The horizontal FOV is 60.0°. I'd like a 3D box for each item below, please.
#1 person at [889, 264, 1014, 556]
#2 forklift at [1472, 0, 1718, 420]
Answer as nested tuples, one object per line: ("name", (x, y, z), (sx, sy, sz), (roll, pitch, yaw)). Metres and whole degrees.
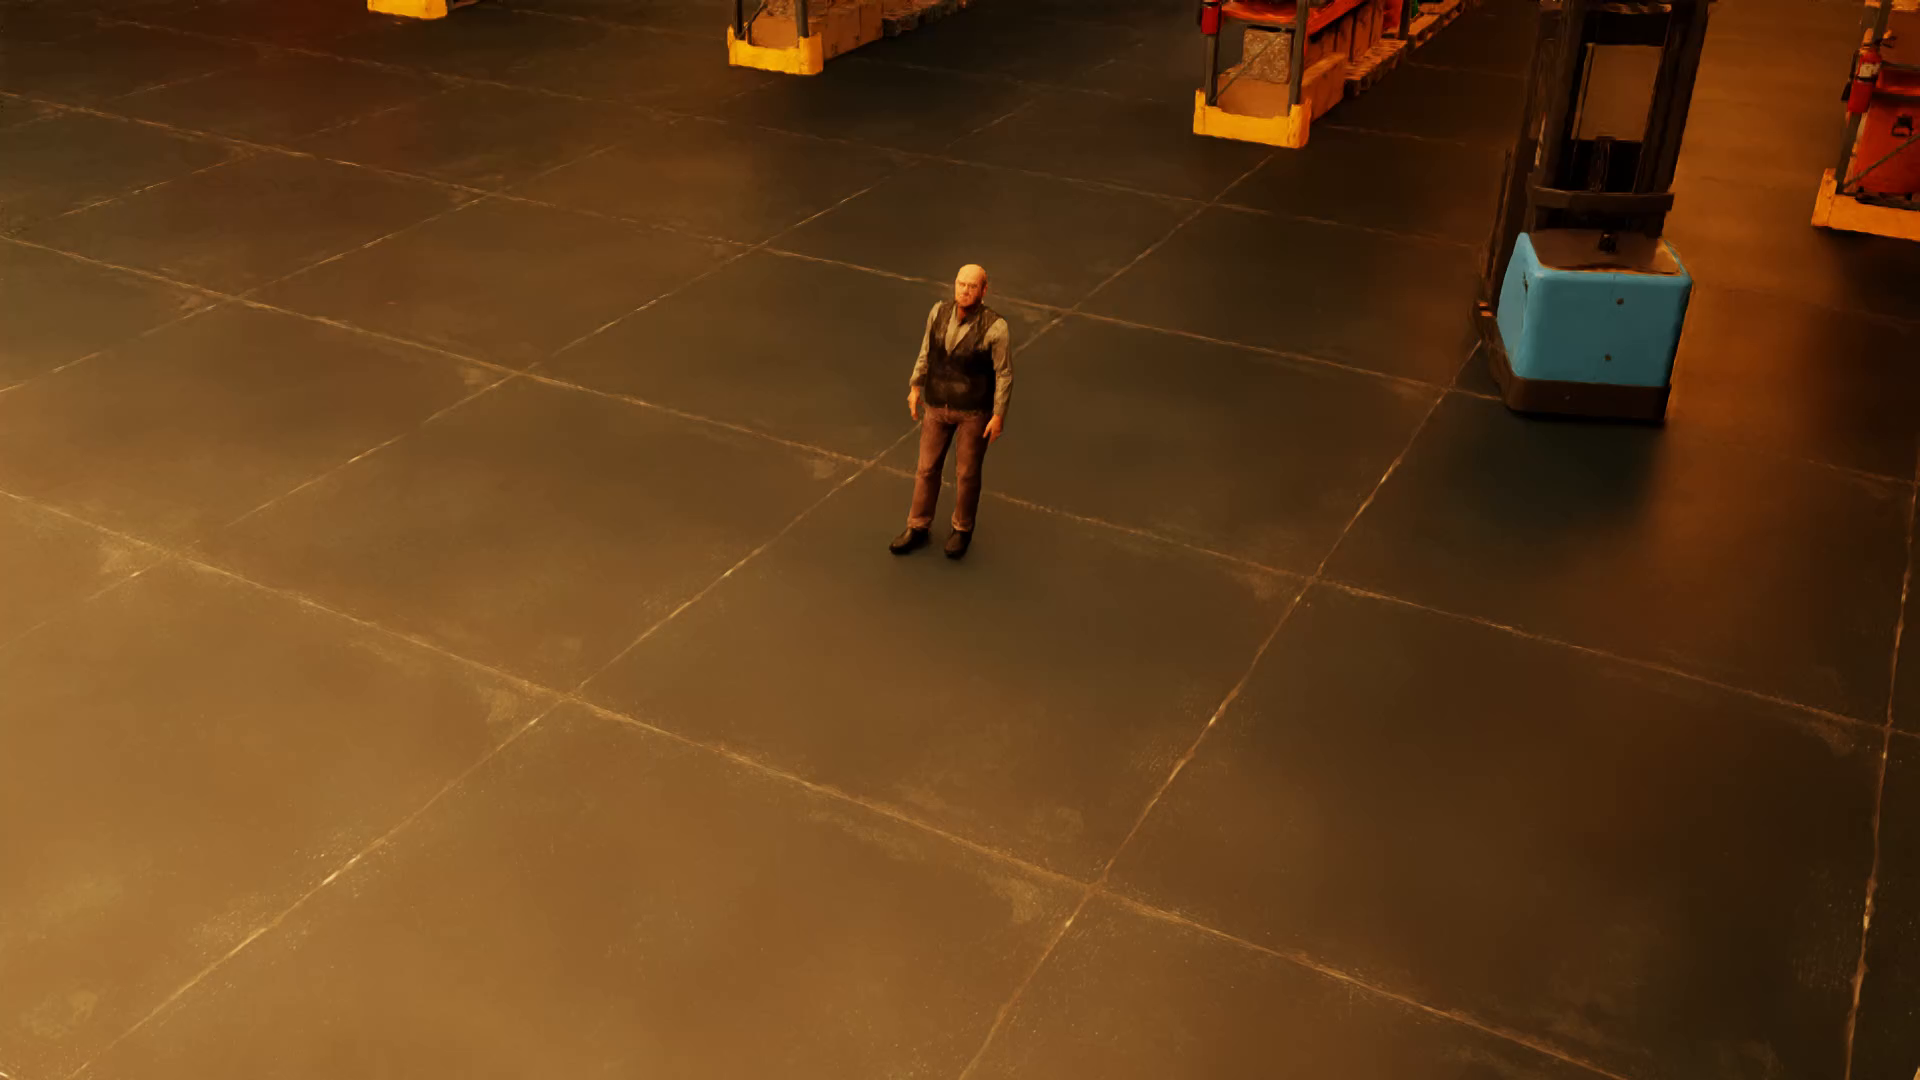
("person", (-0.037, -0.726, 9.525), (0.632, 1.720, 0.567), (15, 33, 25))
("forklift", (4.506, -2.803, 11.928), (1.130, 2.935, 3.031), (4, 30, 8))
